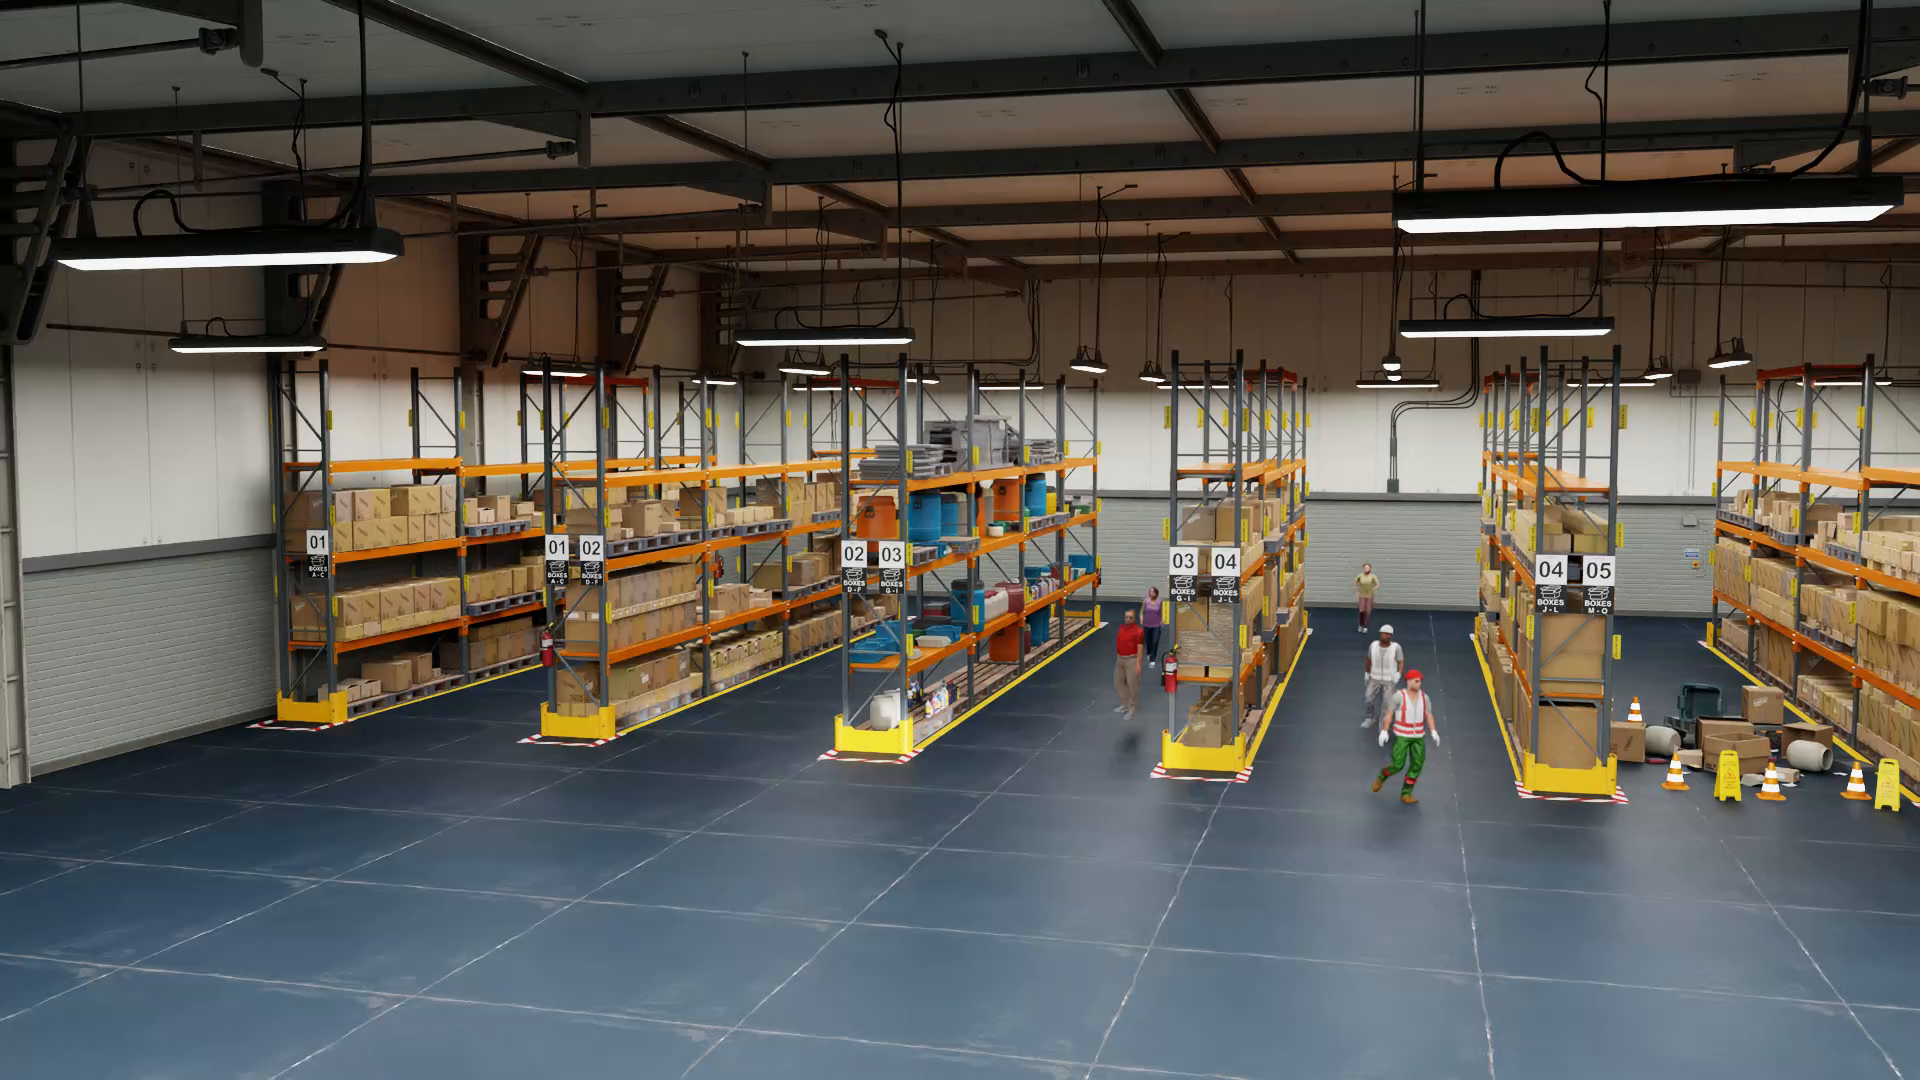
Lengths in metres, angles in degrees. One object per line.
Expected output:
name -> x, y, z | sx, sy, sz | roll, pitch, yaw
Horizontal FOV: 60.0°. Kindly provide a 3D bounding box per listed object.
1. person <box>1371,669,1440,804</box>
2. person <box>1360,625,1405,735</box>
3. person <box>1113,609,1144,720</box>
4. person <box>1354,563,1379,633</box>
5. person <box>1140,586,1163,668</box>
person -> 5.837, 2.554, 21.777 | 0.705, 1.758, 0.653 | -1, 4, -15
person -> 6.696, 2.226, 26.394 | 0.691, 1.768, 0.704 | 2, 4, 21
person -> 2.676, 1.968, 26.468 | 0.462, 1.766, 0.655 | -4, 5, -41
person -> 9.563, 1.363, 39.105 | 0.575, 1.648, 0.619 | 1, 4, 10
person -> 3.702, 1.658, 31.861 | 0.520, 1.562, 0.562 | 1, 4, 8
